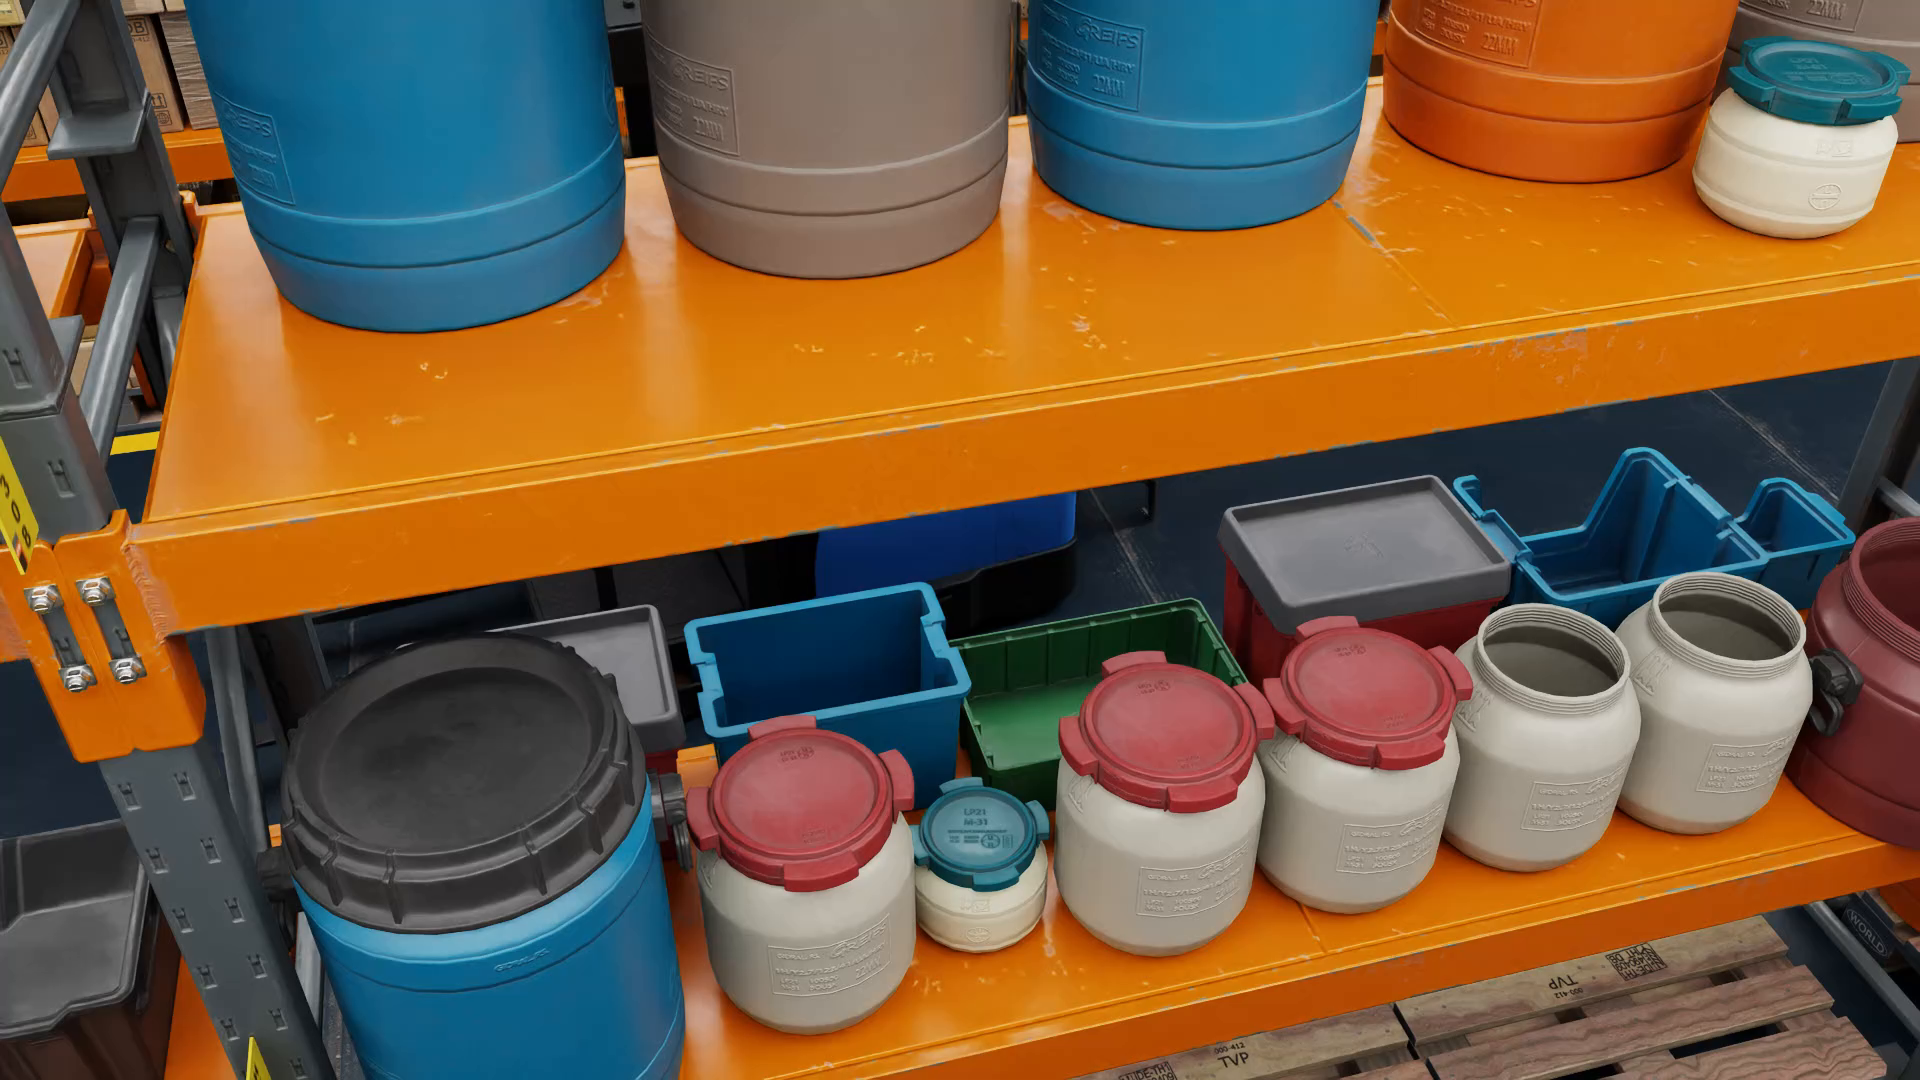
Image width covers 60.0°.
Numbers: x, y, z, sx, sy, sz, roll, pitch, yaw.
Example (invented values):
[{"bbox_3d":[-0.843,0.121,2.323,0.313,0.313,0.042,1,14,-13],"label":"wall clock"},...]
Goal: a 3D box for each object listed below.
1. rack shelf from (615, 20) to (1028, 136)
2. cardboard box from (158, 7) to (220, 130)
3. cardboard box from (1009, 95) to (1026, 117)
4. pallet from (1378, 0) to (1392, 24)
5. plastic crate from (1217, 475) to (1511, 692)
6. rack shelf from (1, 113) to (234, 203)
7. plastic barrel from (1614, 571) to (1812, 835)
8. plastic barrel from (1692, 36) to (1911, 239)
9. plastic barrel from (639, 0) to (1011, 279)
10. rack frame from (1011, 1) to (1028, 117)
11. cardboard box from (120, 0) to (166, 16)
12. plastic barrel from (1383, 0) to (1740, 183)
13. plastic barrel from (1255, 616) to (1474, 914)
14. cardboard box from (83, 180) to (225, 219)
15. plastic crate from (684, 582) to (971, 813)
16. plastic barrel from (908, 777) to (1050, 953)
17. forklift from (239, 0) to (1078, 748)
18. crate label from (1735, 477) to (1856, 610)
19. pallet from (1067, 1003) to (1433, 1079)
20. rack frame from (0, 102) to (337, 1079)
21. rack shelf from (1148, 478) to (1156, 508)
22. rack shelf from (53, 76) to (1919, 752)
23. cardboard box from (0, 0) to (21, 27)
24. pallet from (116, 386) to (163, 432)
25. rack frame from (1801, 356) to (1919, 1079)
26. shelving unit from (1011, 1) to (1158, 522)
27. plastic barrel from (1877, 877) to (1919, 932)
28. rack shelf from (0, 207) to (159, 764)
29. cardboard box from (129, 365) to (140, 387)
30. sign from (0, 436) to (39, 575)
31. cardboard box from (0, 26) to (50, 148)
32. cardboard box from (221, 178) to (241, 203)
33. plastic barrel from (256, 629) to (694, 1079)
[{"bbox_3d":[-0.638,-2.181,7.724,4.000,0.370,1.077,-9,38,-12],"label":"rack shelf"},{"bbox_3d":[-2.995,-2.116,6.965,0.500,0.500,0.700,-10,39,-13],"label":"cardboard box"},{"bbox_3d":[0.206,-2.082,8.459,0.500,0.311,0.500,-10,39,-13],"label":"cardboard box"},{"bbox_3d":[1.929,-2.856,8.173,1.003,0.211,1.213,-9,38,-12],"label":"pallet"},{"bbox_3d":[0.941,0.174,4.002,0.583,0.464,0.402,-9,38,-12],"label":"plastic crate"},{"bbox_3d":[-4.499,-1.547,6.896,4.000,0.370,1.077,-9,38,-12],"label":"rack shelf"},{"bbox_3d":[1.644,0.366,3.710,0.421,0.512,0.421,0,37,0],"label":"plastic barrel"},{"bbox_3d":[1.414,-0.676,2.809,0.301,0.262,0.301,0,37,0],"label":"plastic barrel"},{"bbox_3d":[-0.215,-0.946,2.636,0.600,0.901,0.600,0,37,0],"label":"plastic barrel"},{"bbox_3d":[0.267,-0.908,6.209,0.015,2.100,0.400,-14,40,-18],"label":"rack frame"},{"bbox_3d":[-3.267,-2.198,6.538,0.250,0.149,0.380,-10,39,-13],"label":"cardboard box"},{"bbox_3d":[1.100,-1.133,2.940,0.708,0.830,0.600,-9,38,-12],"label":"plastic barrel"},{"bbox_3d":[0.826,0.494,3.523,0.433,0.535,0.433,0,37,0],"label":"plastic barrel"},{"bbox_3d":[-3.445,-1.249,7.214,0.500,0.500,0.500,-9,38,-12],"label":"cardboard box"},{"bbox_3d":[-0.297,0.405,3.765,0.575,0.384,0.392,-9,38,-12],"label":"plastic crate"},{"bbox_3d":[0.037,0.691,3.491,0.301,0.262,0.301,0,37,0],"label":"plastic barrel"},{"bbox_3d":[-1.121,-0.846,5.444,3.031,2.935,1.130,-14,40,-18],"label":"forklift"},{"bbox_3d":[2.077,0.036,4.372,0.416,0.233,0.303,-9,38,-12],"label":"crate label"},{"bbox_3d":[0.647,1.521,4.588,1.213,0.211,1.003,-9,38,-12],"label":"pallet"},{"bbox_3d":[-1.281,0.756,3.293,0.127,3.000,1.000,-9,38,-12],"label":"rack frame"},{"bbox_3d":[0.492,-0.399,6.717,0.480,0.518,0.431,-14,40,-18],"label":"rack shelf"},{"bbox_3d":[0.650,-0.466,3.014,4.000,0.370,1.077,-9,38,-12],"label":"rack shelf"},{"bbox_3d":[-3.758,-2.118,6.434,0.250,0.149,0.380,-9,38,-12],"label":"cardboard box"},{"bbox_3d":[-3.347,-0.941,7.806,1.213,0.211,1.003,-9,38,-12],"label":"pallet"},{"bbox_3d":[2.581,0.122,4.121,0.127,3.000,1.000,-9,38,-12],"label":"rack frame"},{"bbox_3d":[0.492,-0.965,6.284,0.503,2.100,0.431,-14,40,-18],"label":"shelving unit"},{"bbox_3d":[3.049,0.730,4.767,0.708,0.830,0.600,-9,38,-12],"label":"plastic barrel"},{"bbox_3d":[-3.211,0.167,2.186,4.000,0.370,1.077,-9,38,-12],"label":"rack shelf"},{"bbox_3d":[-3.444,-0.950,7.440,0.500,0.250,0.500,-9,38,-12],"label":"cardboard box"},{"bbox_3d":[-1.148,-0.114,1.955,0.005,0.325,0.100,-9,38,-12],"label":"sign"},{"bbox_3d":[-3.988,-1.951,6.750,0.500,0.500,0.700,-9,38,-11],"label":"cardboard box"},{"bbox_3d":[-3.098,-1.633,7.716,0.500,0.500,0.500,-9,38,-12],"label":"cardboard box"},{"bbox_3d":[-0.829,0.673,2.988,0.708,0.901,0.600,-9,38,-12],"label":"plastic barrel"}]
